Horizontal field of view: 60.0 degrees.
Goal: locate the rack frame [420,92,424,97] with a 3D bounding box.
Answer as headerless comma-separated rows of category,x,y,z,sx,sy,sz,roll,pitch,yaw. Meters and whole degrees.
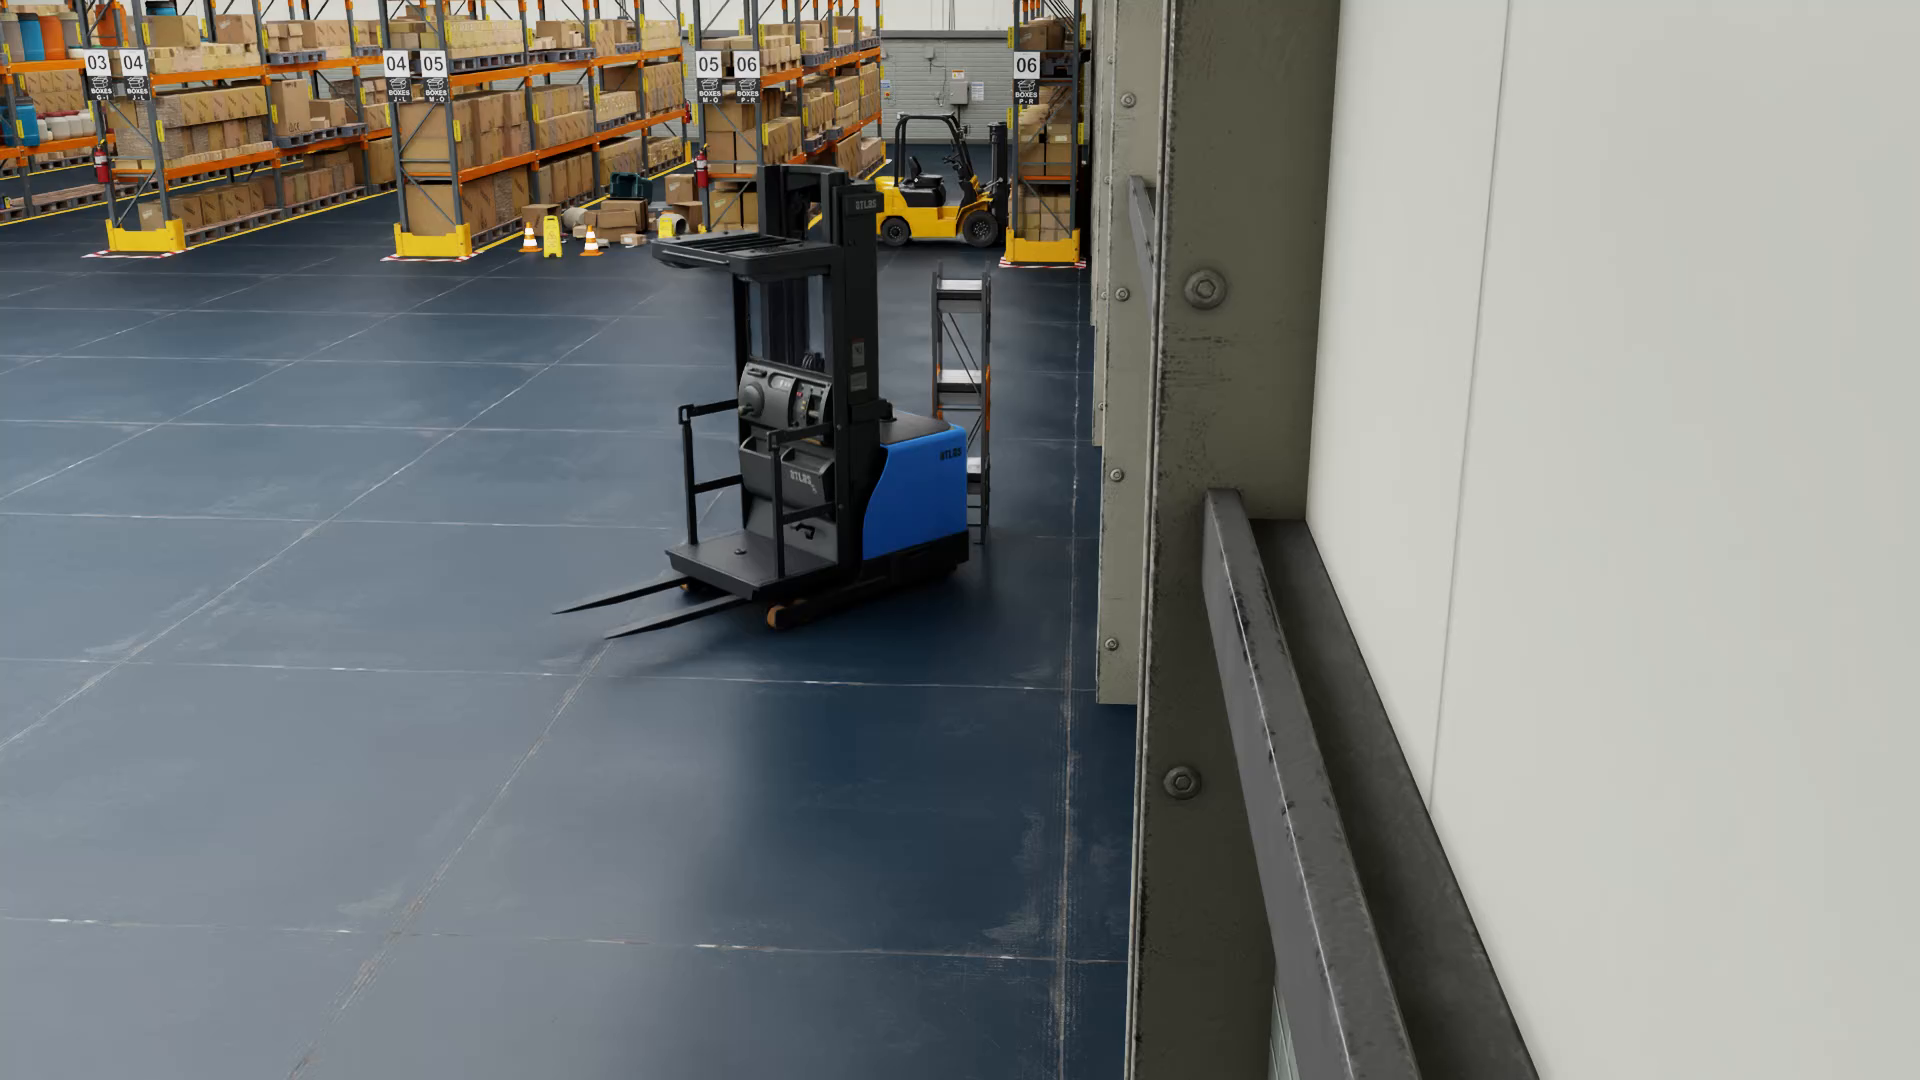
rack frame,-12.650,-9.960,38.502,1.000,3.000,0.127,1,18,4

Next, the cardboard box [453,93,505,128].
cardboard box,-8.444,-7.466,28.915,0.875,0.550,0.550,1,18,4

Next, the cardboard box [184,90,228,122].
cardboard box,-13.092,-7.528,28.835,0.500,0.500,0.500,1,18,4

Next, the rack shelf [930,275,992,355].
rack shelf,0.012,-1.701,12.539,0.431,0.518,0.480,1,18,4

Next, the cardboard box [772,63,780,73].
cardboard box,-3.190,-7.815,27.542,0.380,0.149,0.250,1,18,5

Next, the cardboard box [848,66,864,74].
cardboard box,-2.427,-10.898,38.556,0.380,0.149,0.250,1,18,4

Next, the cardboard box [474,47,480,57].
cardboard box,-8.154,-8.057,27.445,0.380,0.149,0.250,1,18,4

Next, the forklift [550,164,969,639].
forklift,-1.345,-0.972,11.184,3.031,2.935,1.130,-17,24,-41

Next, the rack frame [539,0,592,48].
rack frame,-7.997,-11.426,33.342,1.000,3.000,0.127,1,18,4

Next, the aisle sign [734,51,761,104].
aisle sign,-3.321,-7.221,25.968,0.394,0.787,0.004,1,18,4

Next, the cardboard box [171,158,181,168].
cardboard box,-13.215,-6.274,27.656,0.380,0.149,0.250,1,18,4

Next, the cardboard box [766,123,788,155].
cardboard box,-3.218,-6.819,28.277,0.500,0.500,0.500,1,18,3

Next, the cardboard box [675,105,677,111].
cardboard box,-7.223,-10.678,41.098,0.380,0.149,0.250,1,18,3

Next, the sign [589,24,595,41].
sign,-7.444,-10.269,33.671,0.100,0.325,0.005,1,18,4

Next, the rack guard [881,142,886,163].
rack guard,-2.477,-9.801,42.030,1.175,0.500,0.348,1,18,4

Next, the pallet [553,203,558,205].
pallet,-8.304,-6.249,31.656,1.003,0.211,1.213,1,18,4

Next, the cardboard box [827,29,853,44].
cardboard box,-2.620,-11.043,36.458,0.500,0.311,0.500,1,18,4

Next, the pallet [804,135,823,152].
pallet,-3.140,-7.397,30.988,1.003,0.211,1.213,1,18,4

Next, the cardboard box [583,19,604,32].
cardboard box,-7.677,-10.772,34.773,0.396,0.266,0.258,1,18,4

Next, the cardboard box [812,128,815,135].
cardboard box,-2.954,-7.745,31.471,0.380,0.149,0.250,2,18,5

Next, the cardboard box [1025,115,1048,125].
cardboard box,1.280,-7.069,28.000,0.380,0.149,0.250,1,18,4

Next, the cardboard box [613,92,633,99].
cardboard box,-7.563,-9.968,37.301,0.380,0.149,0.250,1,18,2

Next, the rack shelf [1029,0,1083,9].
rack shelf,1.755,-10.084,31.045,1.077,0.370,4.000,1,18,4

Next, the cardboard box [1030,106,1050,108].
cardboard box,1.565,-8.405,32.555,0.380,0.149,0.250,1,18,5

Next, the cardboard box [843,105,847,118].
cardboard box,-2.684,-9.129,35.406,0.500,0.250,0.500,1,18,4

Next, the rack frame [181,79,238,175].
rack frame,-17.591,-10.070,38.839,1.000,3.000,0.127,1,18,4

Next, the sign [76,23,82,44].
sign,-14.063,-8.098,26.579,0.100,0.325,0.005,1,18,4

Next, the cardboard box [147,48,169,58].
cardboard box,-13.145,-7.935,27.106,0.380,0.149,0.250,2,18,5

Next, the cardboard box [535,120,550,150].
cardboard box,-7.978,-7.538,30.950,0.500,0.500,0.500,1,18,5

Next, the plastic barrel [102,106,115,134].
plastic barrel,-17.608,-8.742,34.566,0.600,0.536,0.708,1,18,4

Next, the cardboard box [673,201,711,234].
cardboard box,-4.773,-5.765,29.710,0.500,0.500,0.500,17,25,41

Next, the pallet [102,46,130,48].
pallet,-17.725,-10.399,35.328,1.003,0.211,1.213,1,18,4

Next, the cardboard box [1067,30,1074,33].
cardboard box,2.201,-10.180,33.479,0.380,0.149,0.250,1,18,2

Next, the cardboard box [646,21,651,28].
cardboard box,-7.370,-11.927,38.484,0.380,0.149,0.250,1,18,2

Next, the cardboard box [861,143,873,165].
cardboard box,-2.550,-9.191,39.597,0.875,0.438,0.875,1,18,2

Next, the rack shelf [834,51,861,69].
rack shelf,-2.909,-10.201,35.576,1.077,0.370,4.000,1,18,4

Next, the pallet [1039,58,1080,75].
pallet,1.402,-7.504,26.333,1.003,0.211,1.213,1,18,4

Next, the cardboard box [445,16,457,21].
cardboard box,-12.432,-12.250,39.679,0.700,0.500,0.500,2,18,6

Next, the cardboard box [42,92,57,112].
cardboard box,-22.189,-10.541,40.115,0.500,0.500,0.500,2,18,5

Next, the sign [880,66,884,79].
sign,-1.939,-11.627,41.351,0.100,0.325,0.005,1,18,4

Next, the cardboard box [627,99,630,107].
cardboard box,-7.580,-9.752,37.120,0.380,0.149,0.250,2,18,6

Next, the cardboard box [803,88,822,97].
cardboard box,-2.889,-8.679,32.237,0.380,0.149,0.250,0,18,1

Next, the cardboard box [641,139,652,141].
cardboard box,-7.781,-9.790,40.931,0.380,0.149,0.250,0,18,1

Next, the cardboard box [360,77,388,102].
cardboard box,-12.778,-9.879,36.484,0.797,0.503,0.637,2,18,6

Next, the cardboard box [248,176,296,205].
cardboard box,-13.158,-6.687,31.820,0.700,0.500,0.500,0,18,0

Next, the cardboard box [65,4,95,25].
cardboard box,-22.265,-13.213,41.845,0.700,0.500,0.500,1,18,4

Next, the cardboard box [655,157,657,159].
cardboard box,-7.410,-9.009,39.505,0.380,0.149,0.250,1,18,3

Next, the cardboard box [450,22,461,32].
cardboard box,-8.210,-8.197,26.593,0.380,0.149,0.250,1,18,4

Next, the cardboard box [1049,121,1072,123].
cardboard box,1.619,-6.662,26.756,0.380,0.149,0.250,2,18,5

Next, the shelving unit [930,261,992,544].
shelving unit,0.012,-1.049,12.753,0.431,2.100,0.503,1,18,4

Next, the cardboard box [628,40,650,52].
cardboard box,-7.414,-11.310,38.045,0.500,0.250,0.500,2,18,7

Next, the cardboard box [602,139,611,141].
cardboard box,-8.063,-8.797,37.088,0.500,0.250,0.500,2,18,5

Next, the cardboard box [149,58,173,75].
cardboard box,-13.218,-7.731,27.123,0.500,0.250,0.500,2,18,6
